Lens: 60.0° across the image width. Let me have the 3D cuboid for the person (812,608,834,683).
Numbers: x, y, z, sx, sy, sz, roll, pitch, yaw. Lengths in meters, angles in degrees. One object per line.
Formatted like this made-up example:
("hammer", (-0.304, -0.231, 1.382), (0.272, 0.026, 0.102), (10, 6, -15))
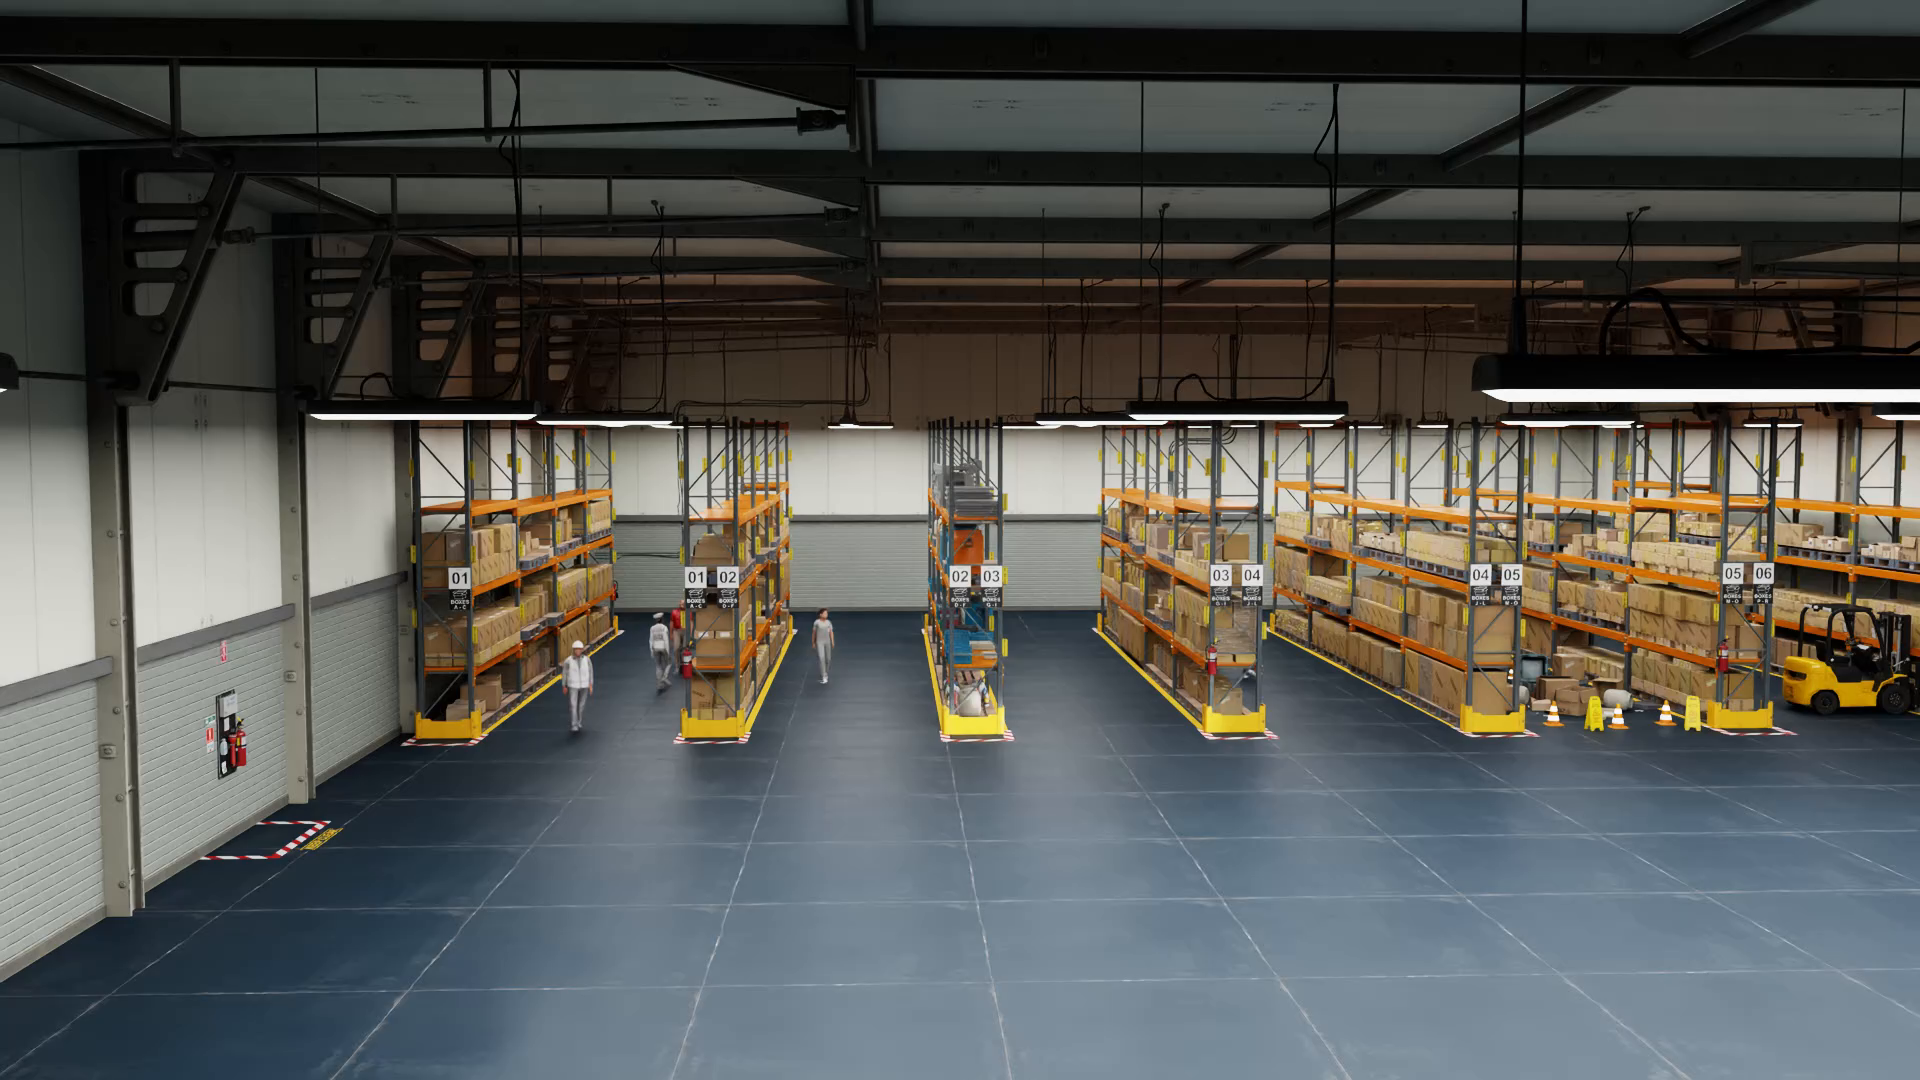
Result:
("person", (-3.090, 2.413, 38.190), (0.469, 1.663, 0.762), (-2, 4, -27))

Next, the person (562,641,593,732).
("person", (-7.241, 2.773, 31.607), (0.570, 1.715, 1.044), (-2, 4, -30))

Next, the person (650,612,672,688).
("person", (-6.674, 2.462, 37.056), (0.528, 1.676, 0.481), (0, 4, 6))

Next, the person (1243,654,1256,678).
("person", (6.675, 2.413, 38.578), (0.458, 1.596, 0.469), (0, 4, 5))

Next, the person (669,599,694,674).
("person", (-6.610, 2.293, 39.612), (0.559, 1.736, 0.710), (-1, 4, -15))
